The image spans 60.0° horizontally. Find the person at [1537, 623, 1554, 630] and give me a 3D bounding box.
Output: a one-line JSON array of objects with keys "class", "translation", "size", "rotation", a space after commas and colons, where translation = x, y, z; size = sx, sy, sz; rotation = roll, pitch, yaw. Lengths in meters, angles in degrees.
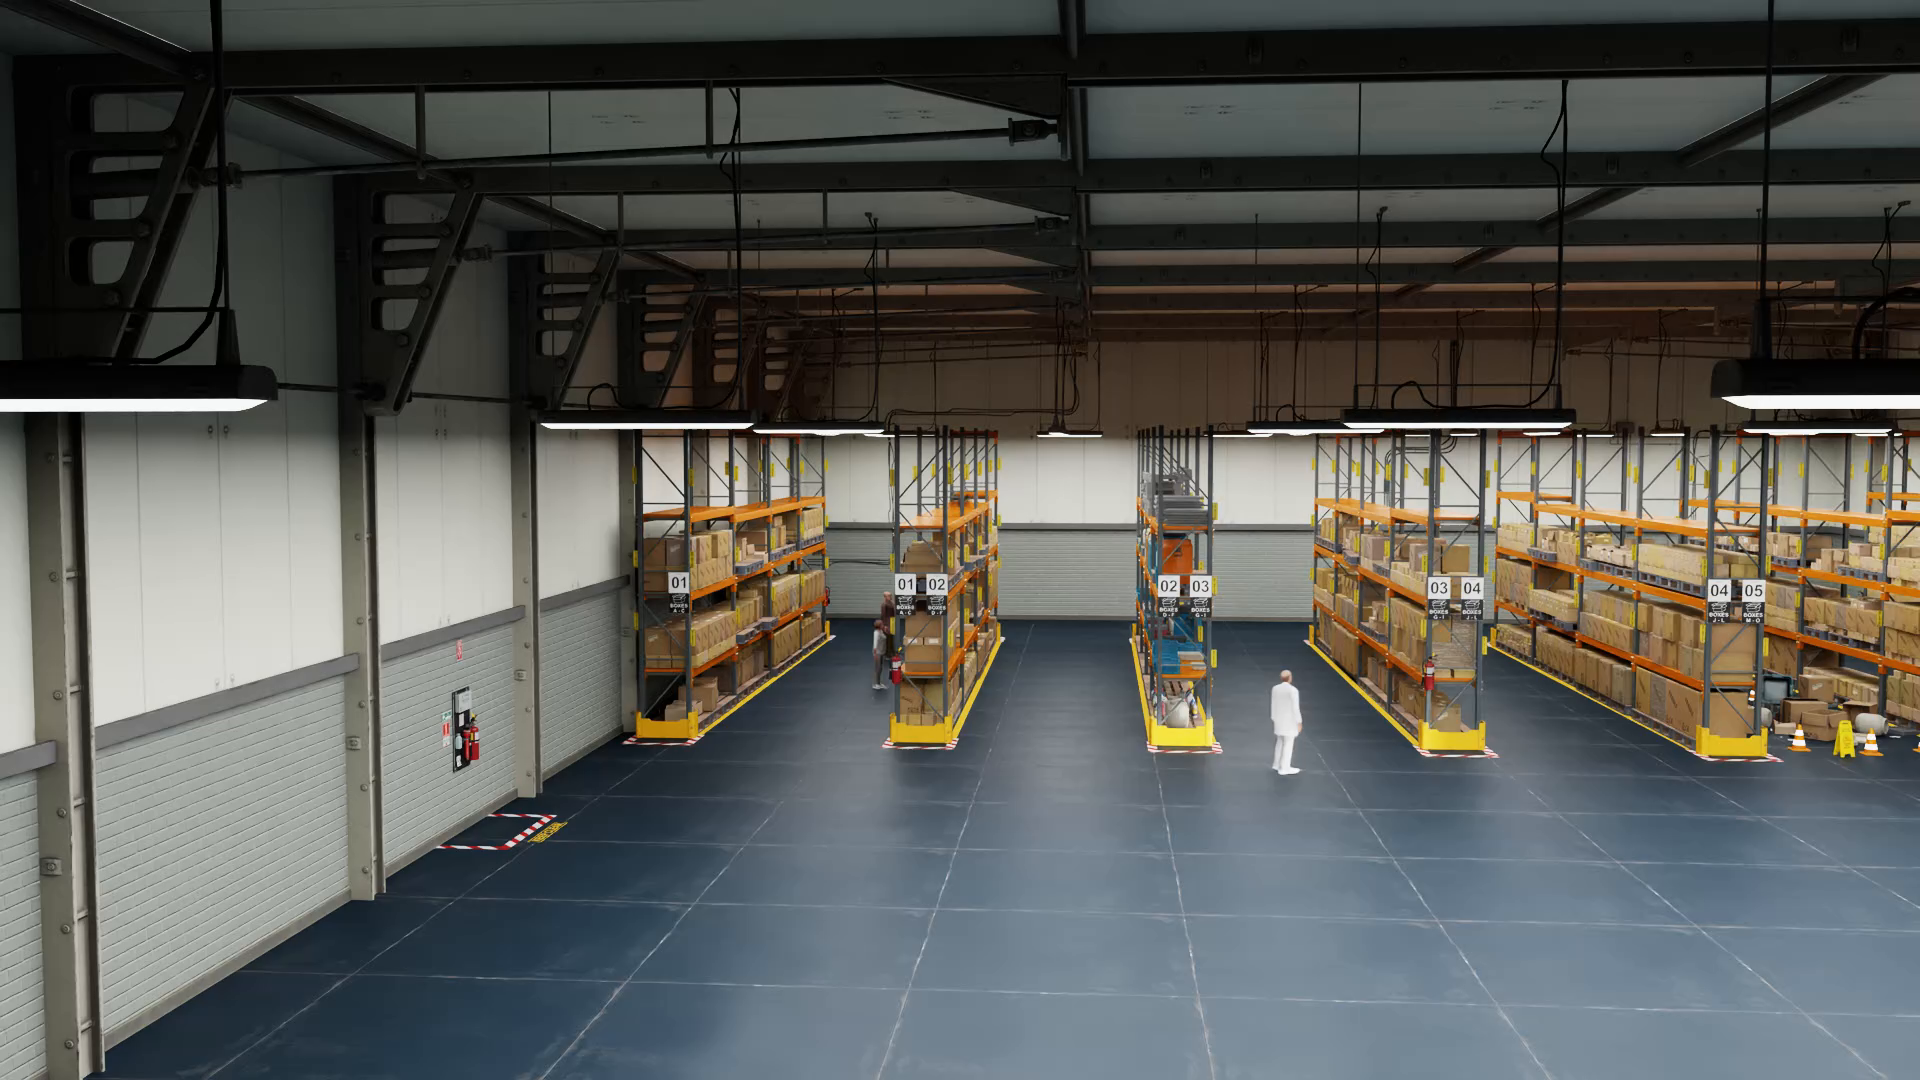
[{"class": "person", "translation": [17.192, 1.893, 48.932], "size": [0.612, 1.753, 0.539], "rotation": [-2, 4, -34]}]

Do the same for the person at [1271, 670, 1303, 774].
[{"class": "person", "translation": [5.654, 3.138, 28.550], "size": [0.464, 1.819, 0.660], "rotation": [-2, 4, -31]}]

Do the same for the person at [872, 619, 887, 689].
[{"class": "person", "translation": [-1.856, 2.629, 38.244], "size": [0.322, 1.600, 0.517], "rotation": [1, 4, 15]}]

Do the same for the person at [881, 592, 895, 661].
[{"class": "person", "translation": [-1.773, 2.242, 43.185], "size": [0.562, 1.801, 0.611], "rotation": [1, 4, 17]}]
